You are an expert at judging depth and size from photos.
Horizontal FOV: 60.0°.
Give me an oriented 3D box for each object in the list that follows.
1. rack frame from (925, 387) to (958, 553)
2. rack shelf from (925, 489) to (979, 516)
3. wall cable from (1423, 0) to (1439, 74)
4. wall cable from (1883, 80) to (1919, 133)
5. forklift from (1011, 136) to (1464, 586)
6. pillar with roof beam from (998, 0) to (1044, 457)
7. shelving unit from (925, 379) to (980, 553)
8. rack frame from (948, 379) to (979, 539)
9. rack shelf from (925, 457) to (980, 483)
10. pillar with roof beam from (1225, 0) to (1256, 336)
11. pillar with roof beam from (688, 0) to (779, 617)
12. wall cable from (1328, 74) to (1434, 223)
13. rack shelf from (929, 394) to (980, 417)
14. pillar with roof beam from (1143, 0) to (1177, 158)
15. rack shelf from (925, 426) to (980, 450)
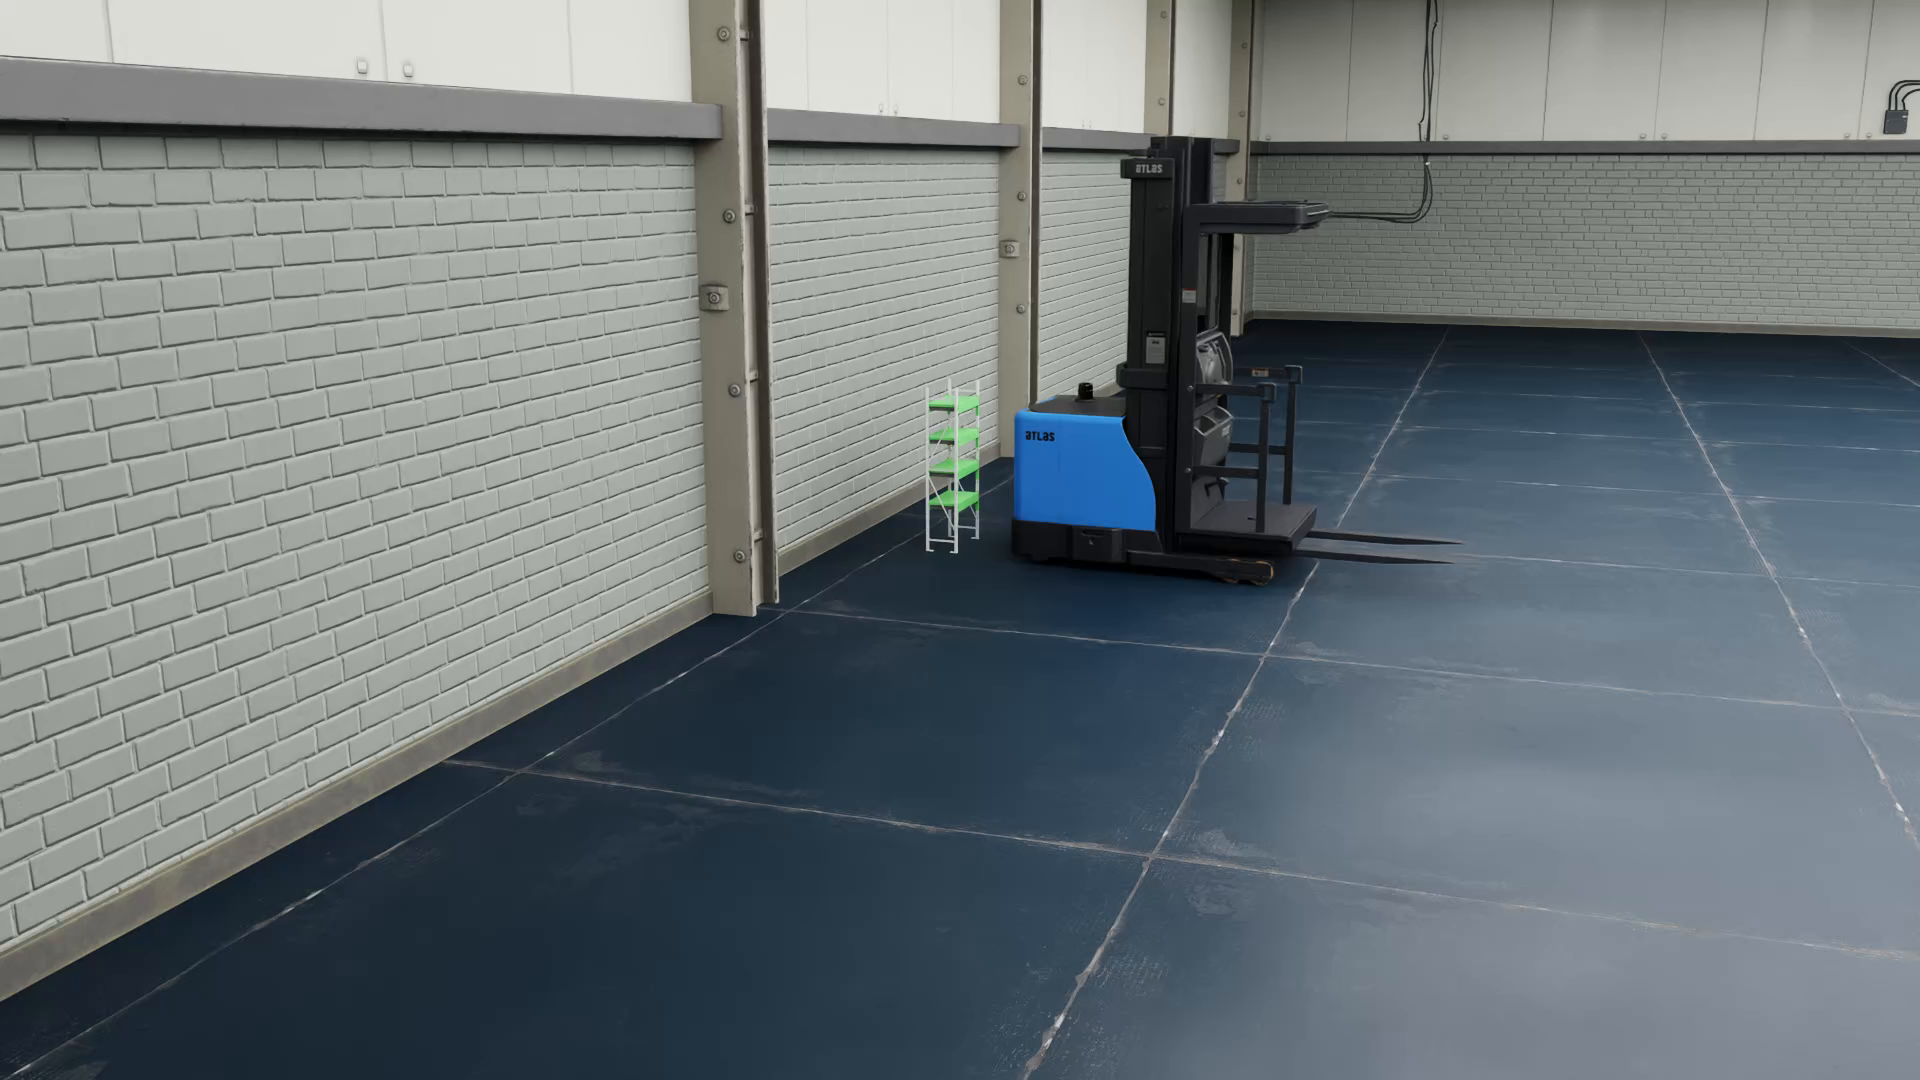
[{"bbox_3d":[-0.132,-0.499,11.977,0.240,1.200,0.015,4,14,18],"label":"rack frame"},{"bbox_3d":[-0.054,-0.254,12.269,0.258,0.148,0.480,4,14,18],"label":"rack shelf"},{"bbox_3d":[9.211,-9.030,27.455,3.097,2.526,0.112,4,14,18],"label":"wall cable"},{"bbox_3d":[15.629,-9.247,25.137,2.305,6.003,0.169,4,14,18],"label":"wall cable"},{"bbox_3d":[1.936,-1.256,11.403,3.031,2.935,1.130,5,14,21],"label":"forklift"},{"bbox_3d":[4.638,-4.914,13.796,9.100,9.000,0.400,4,14,18],"label":"pillar with roof beam"},{"bbox_3d":[-0.054,-0.550,12.202,0.258,1.200,0.503,4,14,18],"label":"shelving unit"},{"bbox_3d":[0.025,-0.601,12.427,0.240,1.200,0.015,4,14,18],"label":"rack frame"},{"bbox_3d":[-0.054,-0.488,12.216,0.258,0.148,0.480,4,14,18],"label":"rack shelf"},{"bbox_3d":[8.521,-7.441,24.866,9.100,9.000,0.400,4,14,18],"label":"pillar with roof beam"},{"bbox_3d":[2.697,-3.651,8.261,9.100,9.000,0.400,4,14,18],"label":"pillar with roof beam"},{"bbox_3d":[6.652,-6.762,28.870,3.097,2.526,0.112,4,14,18],"label":"wall cable"},{"bbox_3d":[-0.054,-0.956,12.109,0.258,0.148,0.480,4,14,18],"label":"rack shelf"},{"bbox_3d":[6.579,-6.178,19.331,9.100,9.000,0.400,4,14,18],"label":"pillar with roof beam"},{"bbox_3d":[-0.054,-0.722,12.163,0.258,0.148,0.480,4,14,18],"label":"rack shelf"}]
